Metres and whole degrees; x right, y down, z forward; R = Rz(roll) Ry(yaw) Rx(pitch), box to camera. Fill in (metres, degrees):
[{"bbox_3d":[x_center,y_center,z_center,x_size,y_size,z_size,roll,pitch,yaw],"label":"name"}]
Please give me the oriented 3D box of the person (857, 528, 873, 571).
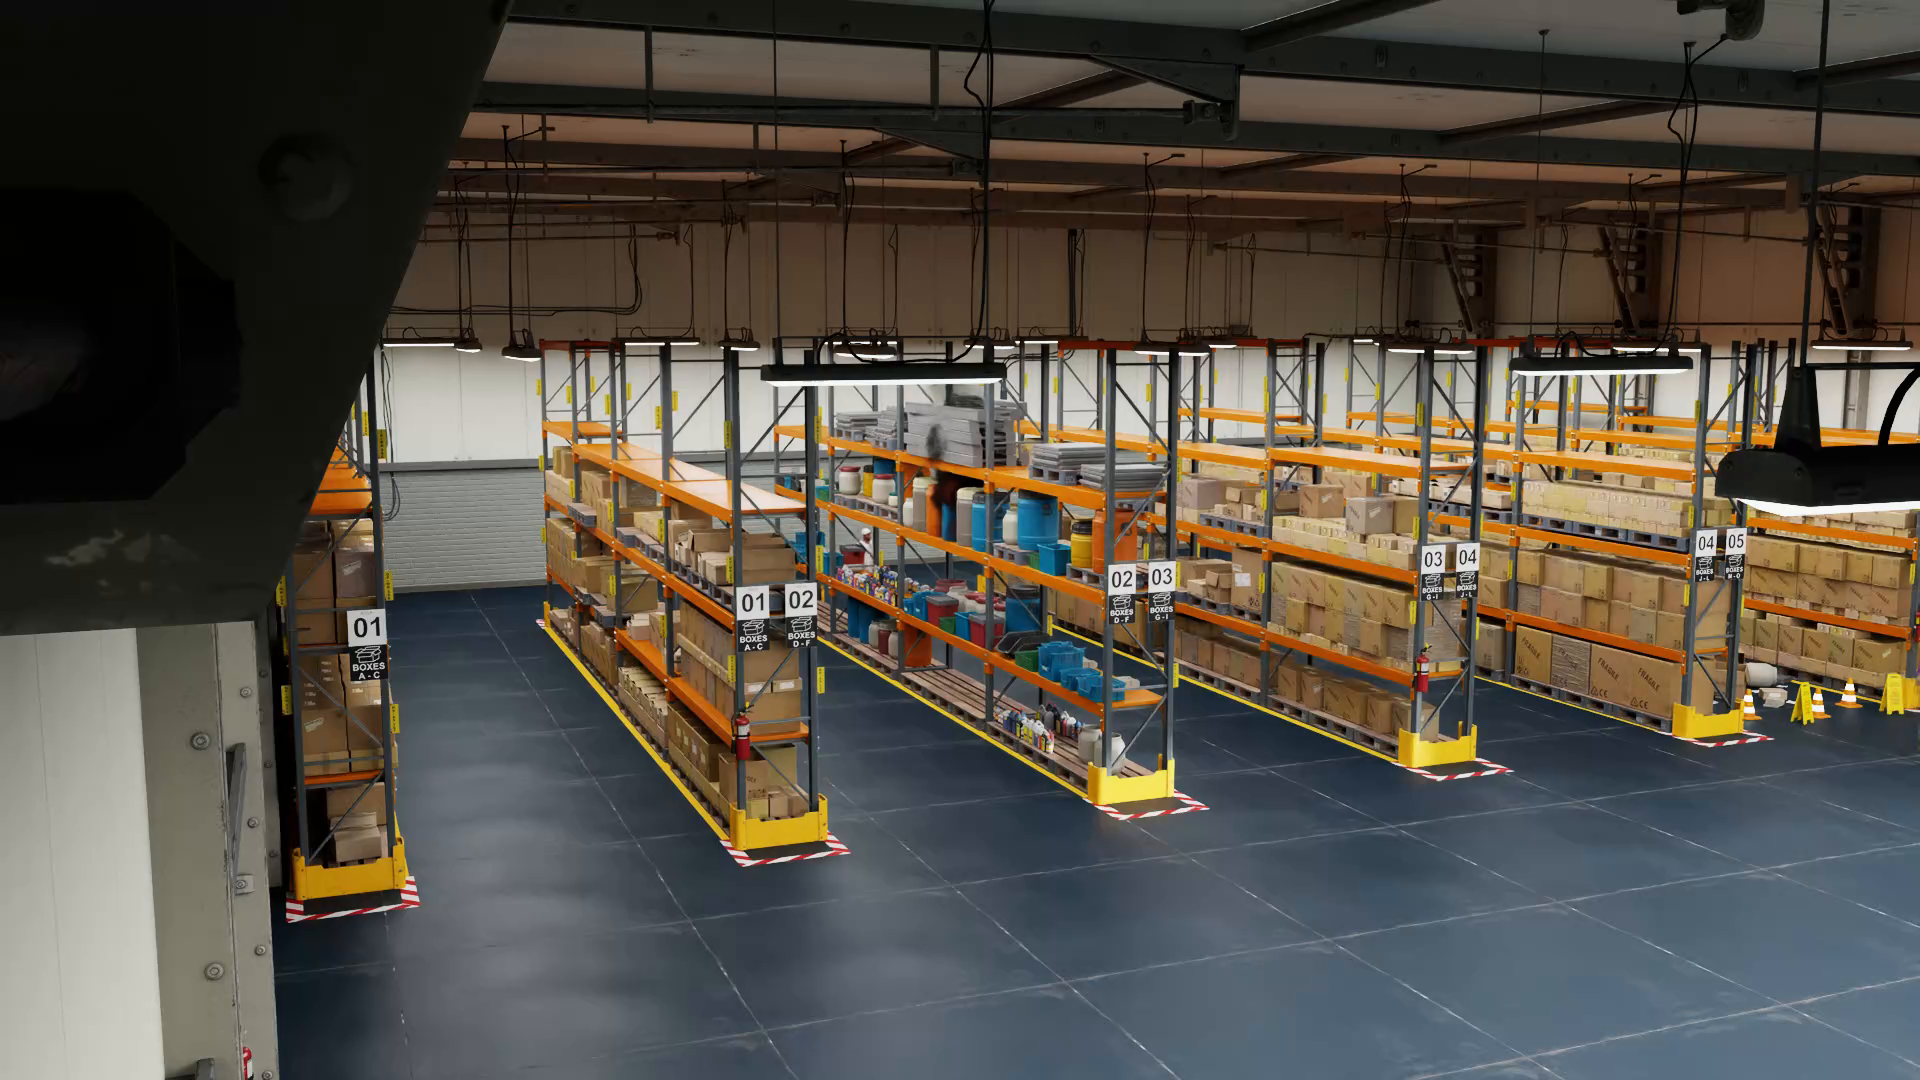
[{"bbox_3d":[-2.070,0.580,37.583,0.597,1.725,0.698,3,8,25],"label":"person"}]
